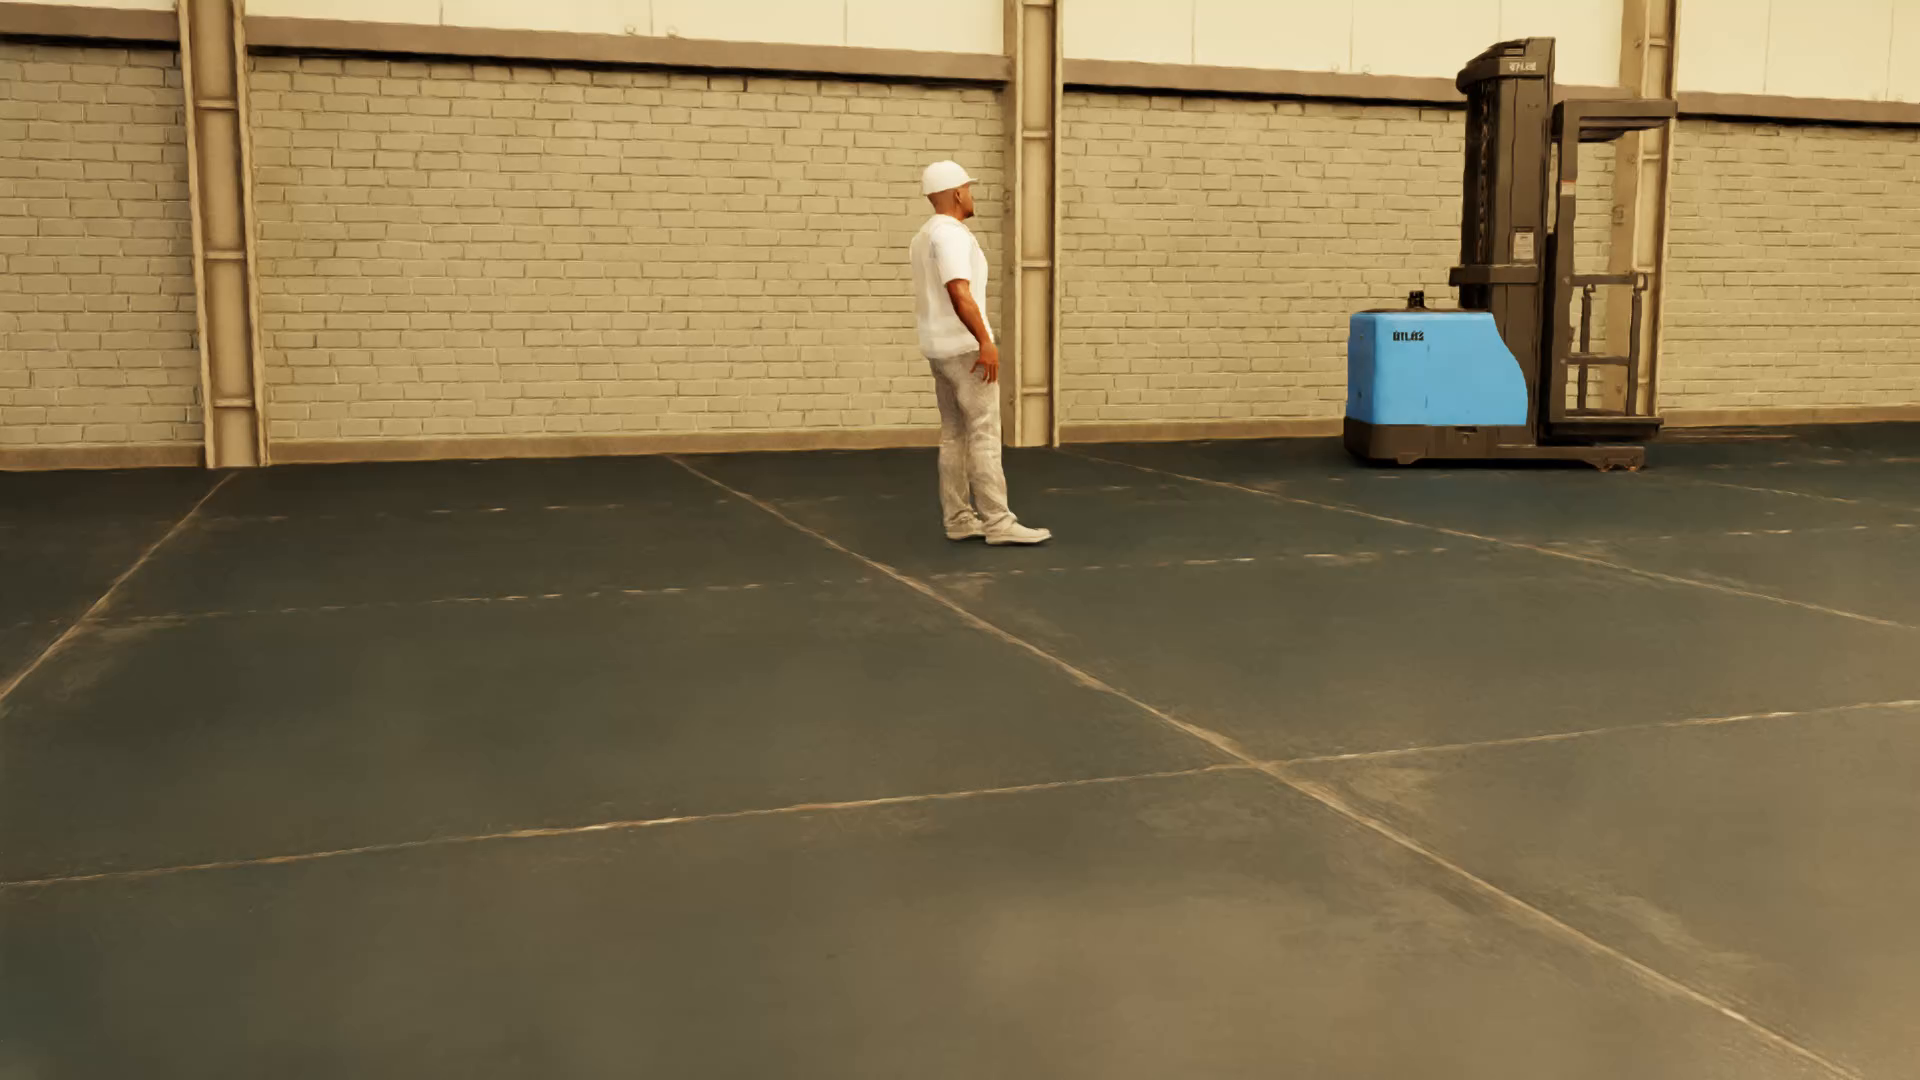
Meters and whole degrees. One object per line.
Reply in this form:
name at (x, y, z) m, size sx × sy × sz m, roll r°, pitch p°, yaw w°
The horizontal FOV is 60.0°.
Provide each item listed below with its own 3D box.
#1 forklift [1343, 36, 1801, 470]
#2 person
forklift at (4.381, -2.011, 11.833) m, size 3.031 × 2.935 × 1.130 m, roll 0°, pitch 8°, yaw 1°
person at (0.068, -0.885, 7.821) m, size 0.576 × 1.766 × 0.665 m, roll -3°, pitch 8°, yaw -18°
